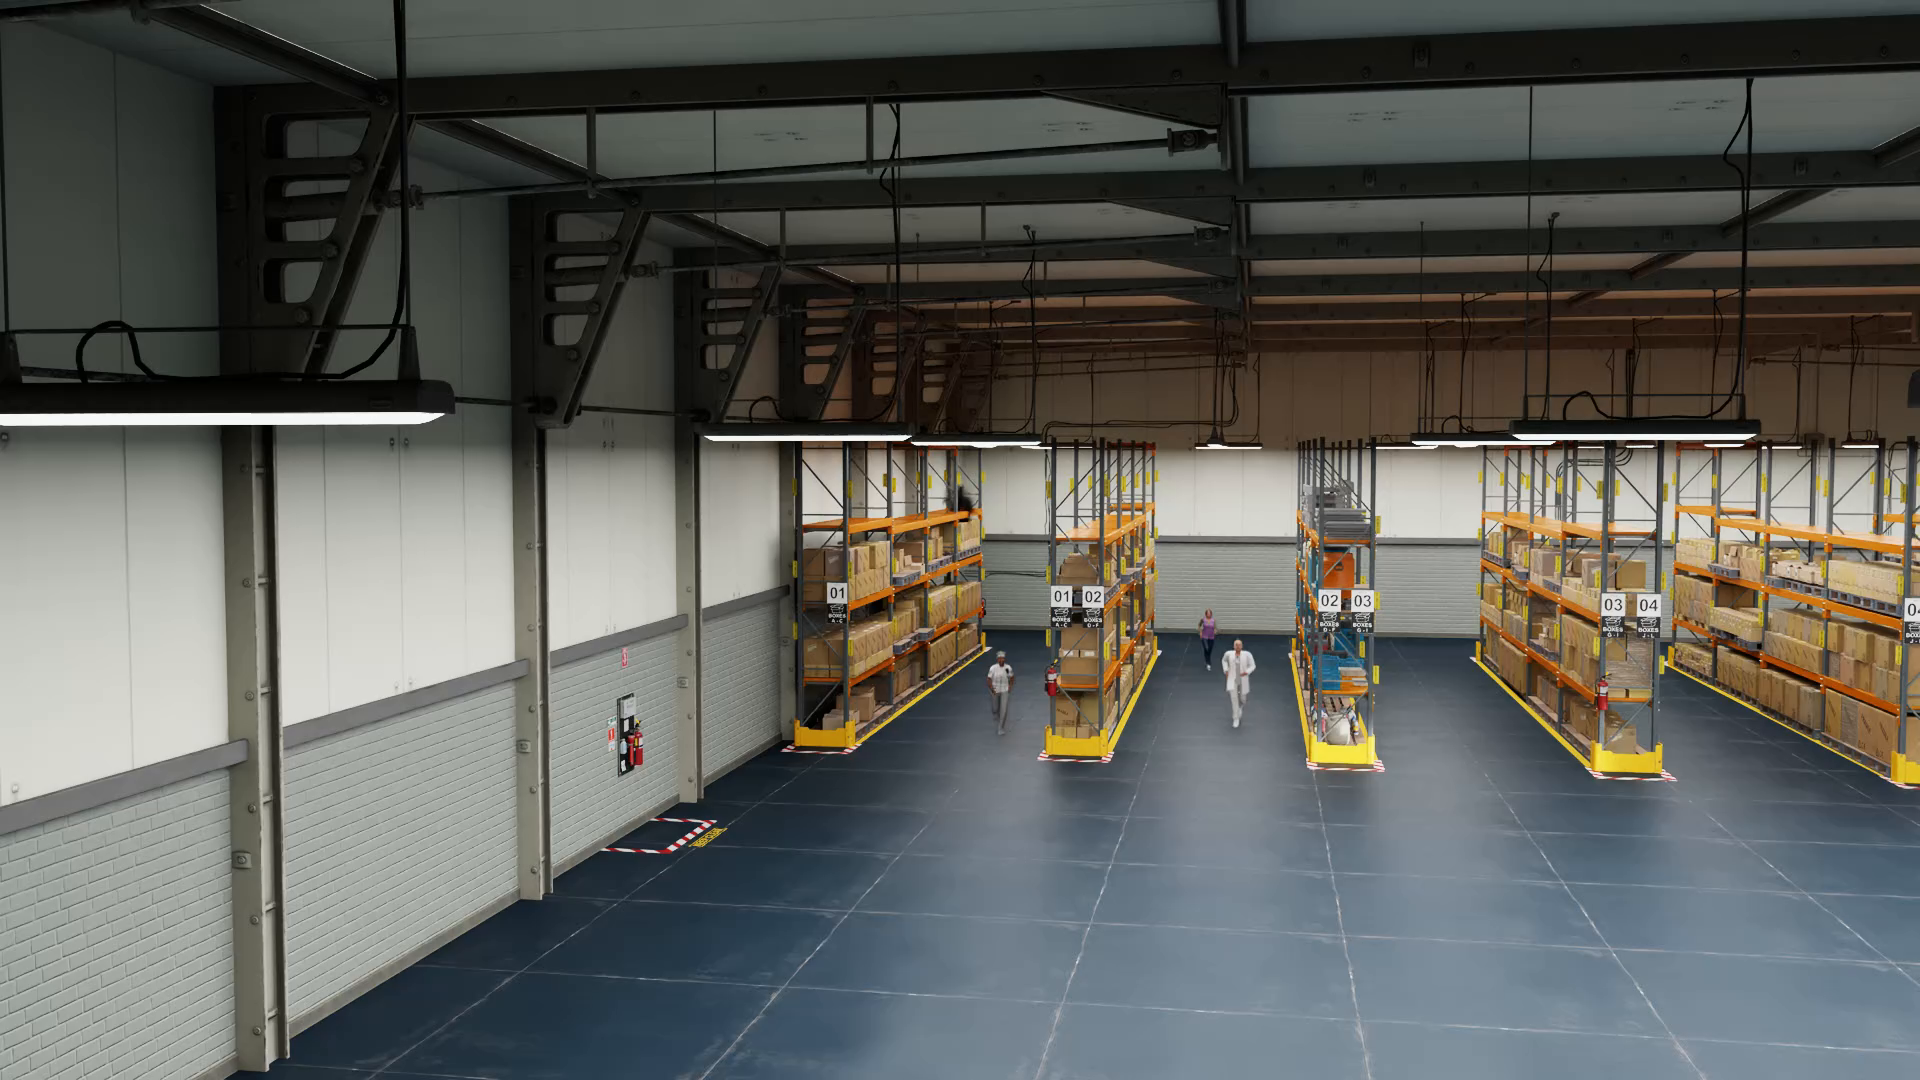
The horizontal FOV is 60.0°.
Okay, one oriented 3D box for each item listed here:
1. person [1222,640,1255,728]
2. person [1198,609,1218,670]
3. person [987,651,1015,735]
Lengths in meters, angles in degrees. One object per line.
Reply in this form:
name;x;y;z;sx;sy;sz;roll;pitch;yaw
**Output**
person;5.881;2.999;35.065;0.673;1.779;1.220;0;3;4
person;6.555;2.621;44.013;0.513;1.565;0.856;0;3;-1
person;0.839;3.111;34.100;0.568;1.683;0.870;0;3;3
